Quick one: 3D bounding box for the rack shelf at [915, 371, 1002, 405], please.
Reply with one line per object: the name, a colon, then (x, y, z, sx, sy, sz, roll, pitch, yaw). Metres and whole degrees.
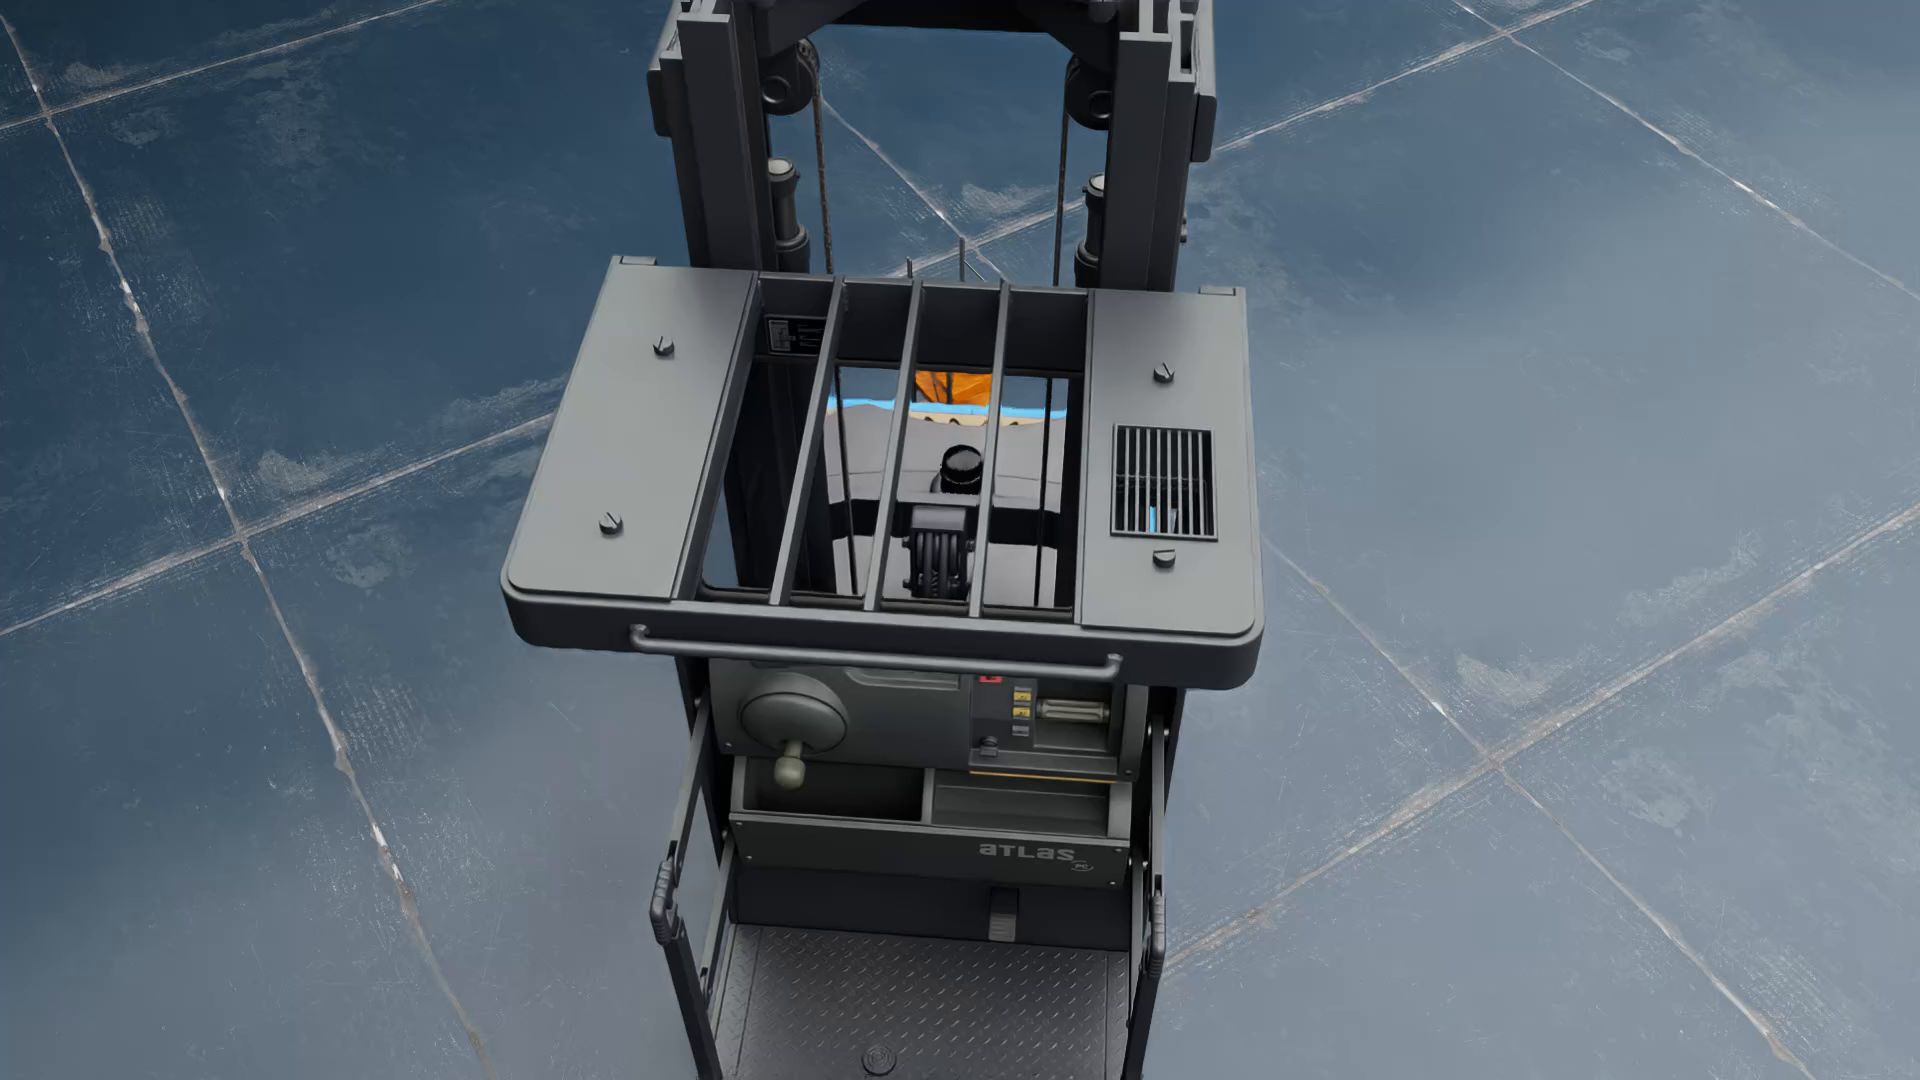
rack shelf: (-0.012, -0.444, 5.240, 0.180, 0.103, 0.258, -25, 53, -21)

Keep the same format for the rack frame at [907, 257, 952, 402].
rack frame: (-0.090, -0.357, 5.264, 0.006, 1.200, 0.240, -25, 53, -21)

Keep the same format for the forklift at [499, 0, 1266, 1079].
forklift: (-0.083, 0.453, 3.383, 1.130, 2.935, 3.031, 3, 48, 3)

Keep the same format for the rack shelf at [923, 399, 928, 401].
rack shelf: (-0.012, -0.364, 5.330, 0.180, 0.103, 0.258, -25, 53, -21)

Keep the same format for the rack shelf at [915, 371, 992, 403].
rack shelf: (-0.012, -0.523, 5.151, 0.180, 0.103, 0.258, -25, 53, -21)

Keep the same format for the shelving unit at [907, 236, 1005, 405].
shelving unit: (-0.012, -0.393, 5.297, 0.189, 1.200, 0.258, -25, 53, -21)

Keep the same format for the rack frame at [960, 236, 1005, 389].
rack frame: (0.065, -0.430, 5.329, 0.006, 1.200, 0.240, -25, 53, -21)

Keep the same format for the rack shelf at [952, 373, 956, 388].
rack shelf: (-0.012, -0.603, 5.061, 0.180, 0.103, 0.258, -25, 53, -21)
